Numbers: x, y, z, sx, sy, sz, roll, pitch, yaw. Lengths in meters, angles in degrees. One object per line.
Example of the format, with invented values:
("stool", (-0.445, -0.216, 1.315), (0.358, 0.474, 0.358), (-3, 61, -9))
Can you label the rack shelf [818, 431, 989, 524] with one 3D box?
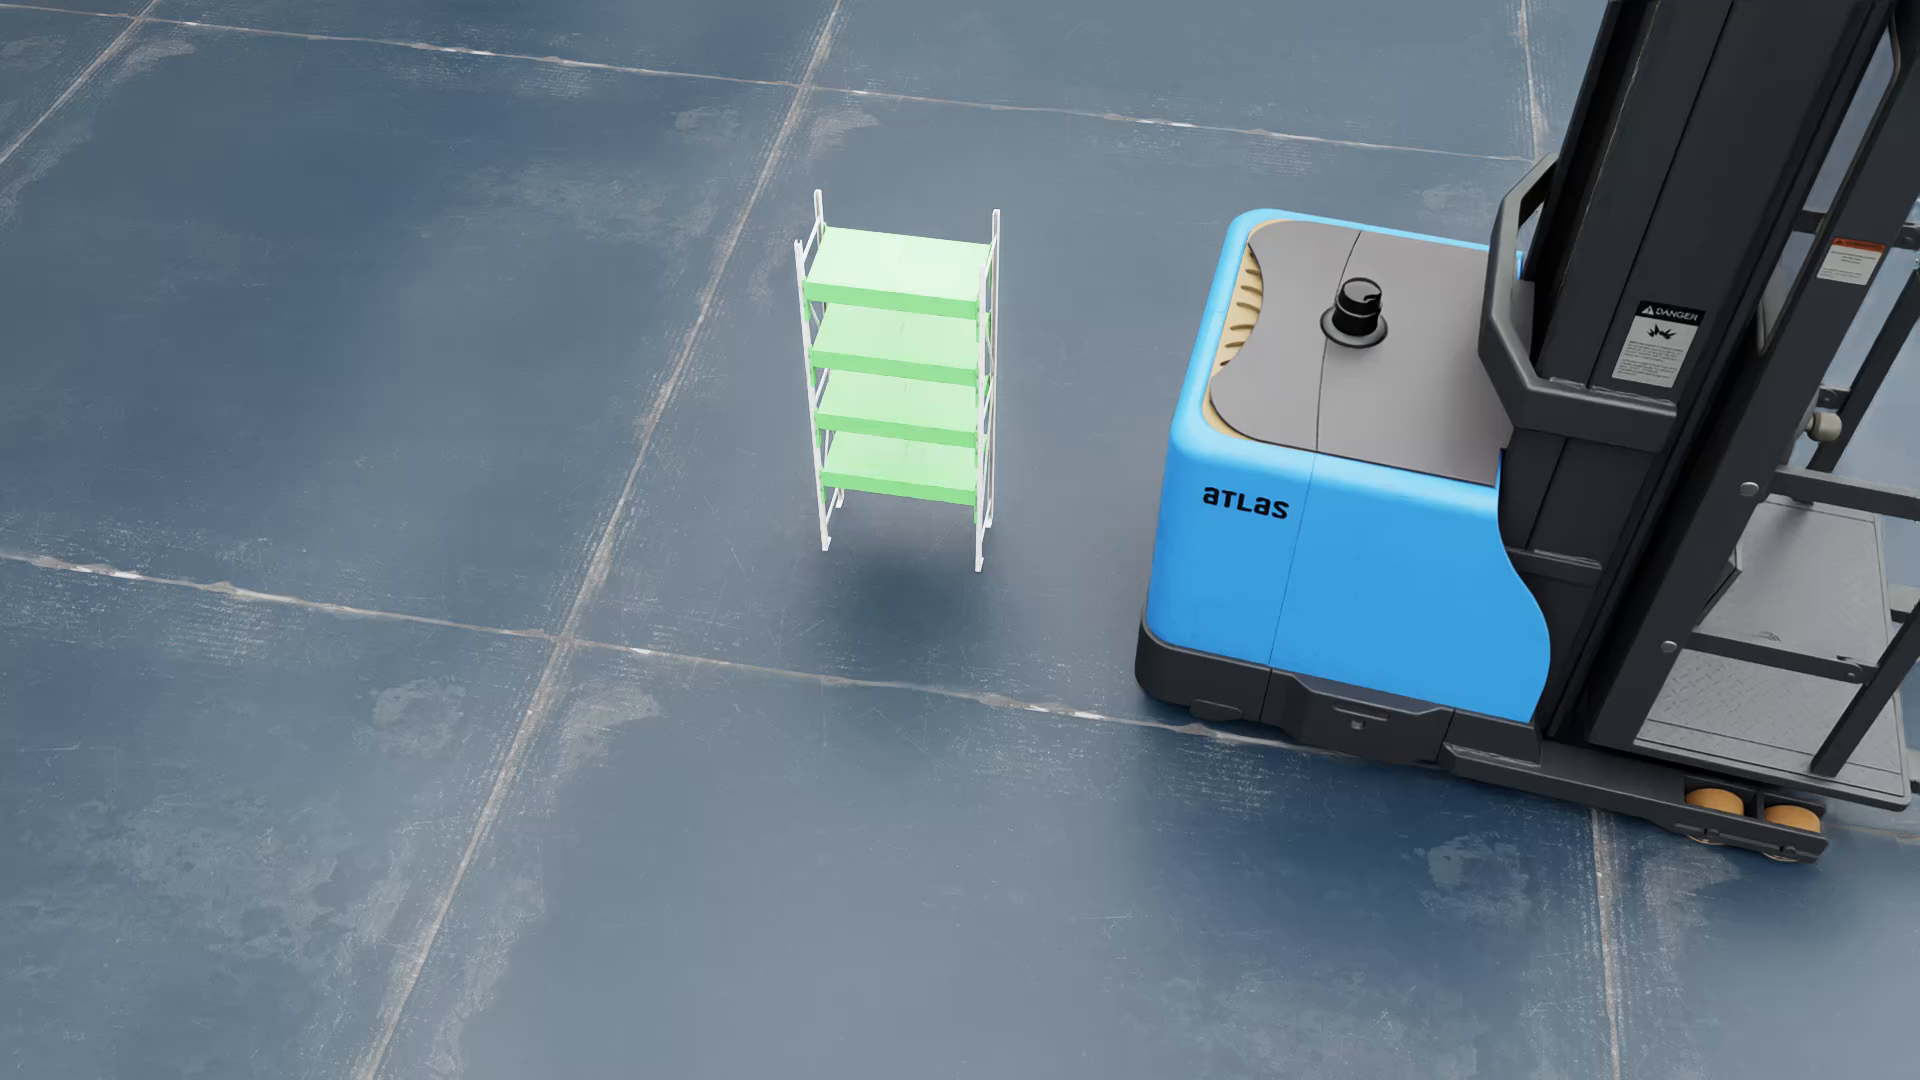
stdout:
("rack shelf", (-0.163, -0.220, 5.049), (0.480, 0.148, 0.258), (8, 49, 7))

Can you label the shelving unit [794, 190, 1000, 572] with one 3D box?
("shelving unit", (-0.163, -0.423, 4.823), (0.503, 1.200, 0.258), (8, 49, 7))

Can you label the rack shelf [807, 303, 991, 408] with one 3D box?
("rack shelf", (-0.163, -0.541, 4.692), (0.480, 0.148, 0.258), (8, 49, 7))

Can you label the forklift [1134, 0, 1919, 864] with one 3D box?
("forklift", (2.080, -0.559, 3.782), (3.031, 2.935, 1.130), (12, 49, 11))

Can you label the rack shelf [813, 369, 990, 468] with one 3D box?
("rack shelf", (-0.163, -0.380, 4.871), (0.480, 0.148, 0.258), (8, 49, 7))

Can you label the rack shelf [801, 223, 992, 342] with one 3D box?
("rack shelf", (-0.163, -0.701, 4.514), (0.480, 0.148, 0.258), (8, 49, 7))

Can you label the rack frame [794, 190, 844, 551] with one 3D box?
("rack frame", (-0.403, -0.455, 4.852), (0.015, 1.200, 0.240), (8, 49, 7))

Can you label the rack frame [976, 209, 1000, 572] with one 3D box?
("rack frame", (0.077, -0.391, 4.794), (0.015, 1.200, 0.240), (8, 49, 7))
